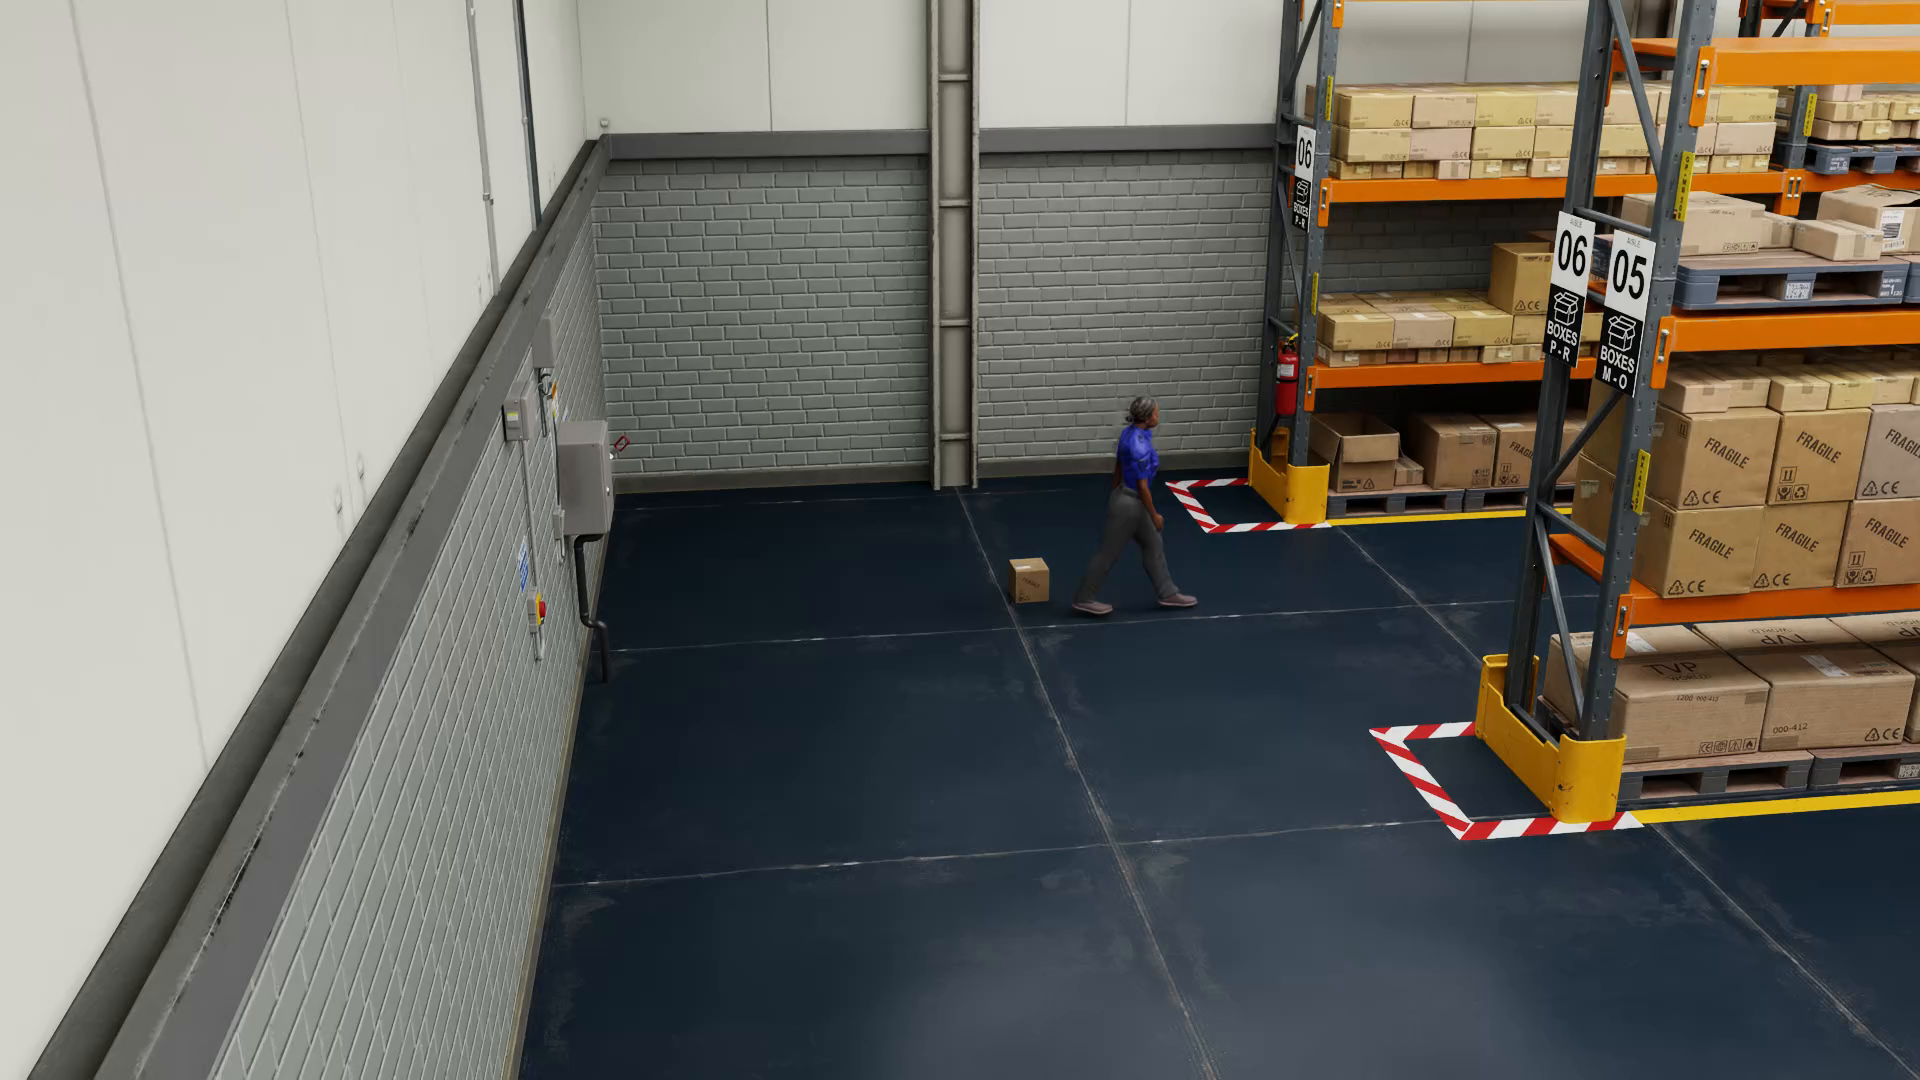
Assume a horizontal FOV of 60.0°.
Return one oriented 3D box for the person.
[{"bbox_3d":[1.261,-0.240,11.713,0.908,1.609,0.444,2,20,4],"label":"person"}]
